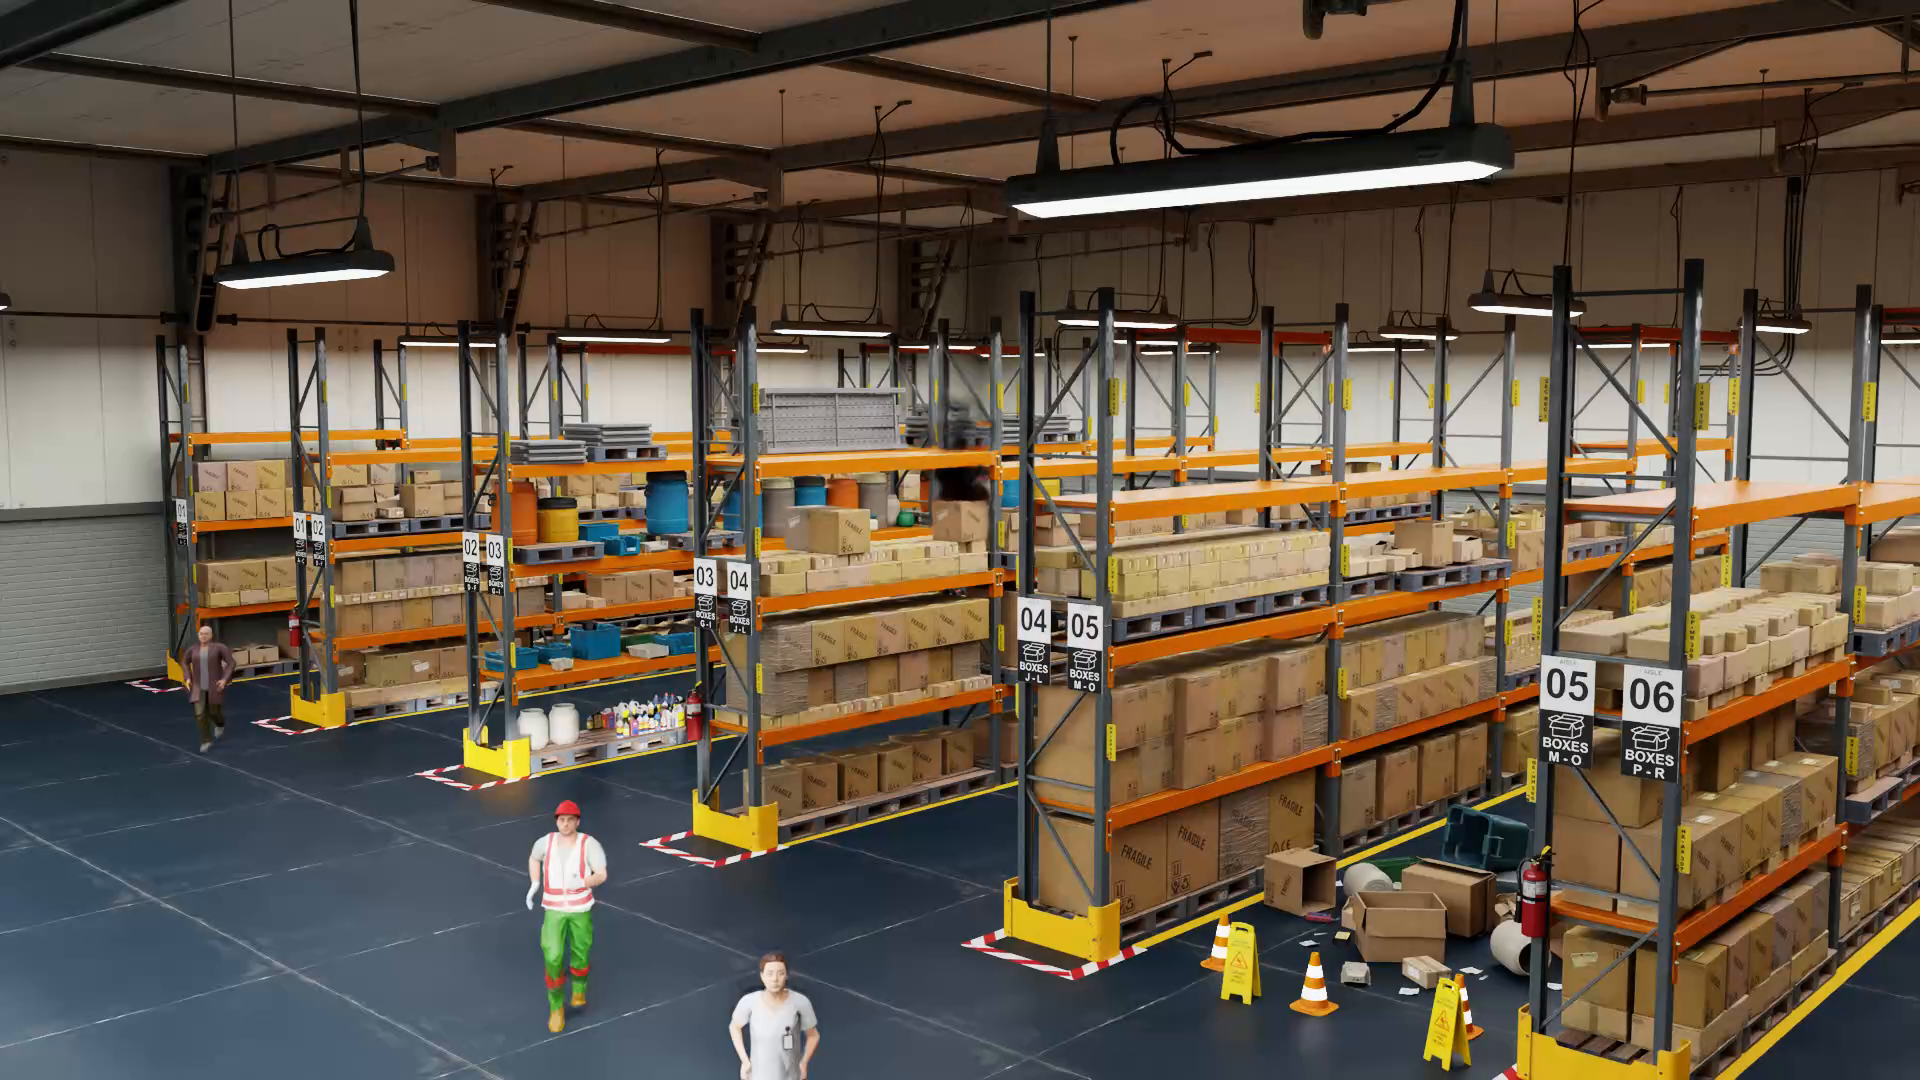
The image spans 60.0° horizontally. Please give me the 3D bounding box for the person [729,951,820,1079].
[{"bbox_3d":[-1.160,3.381,10.419,0.566,1.658,0.818,-1,5,-6],"label":"person"}]

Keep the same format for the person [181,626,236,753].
[{"bbox_3d":[-10.687,2.086,23.656,0.739,1.756,0.808,-1,5,-12],"label":"person"}]

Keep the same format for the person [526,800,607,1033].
[{"bbox_3d":[-3.175,3.016,13.440,0.646,1.839,0.758,-1,5,-10],"label":"person"}]
